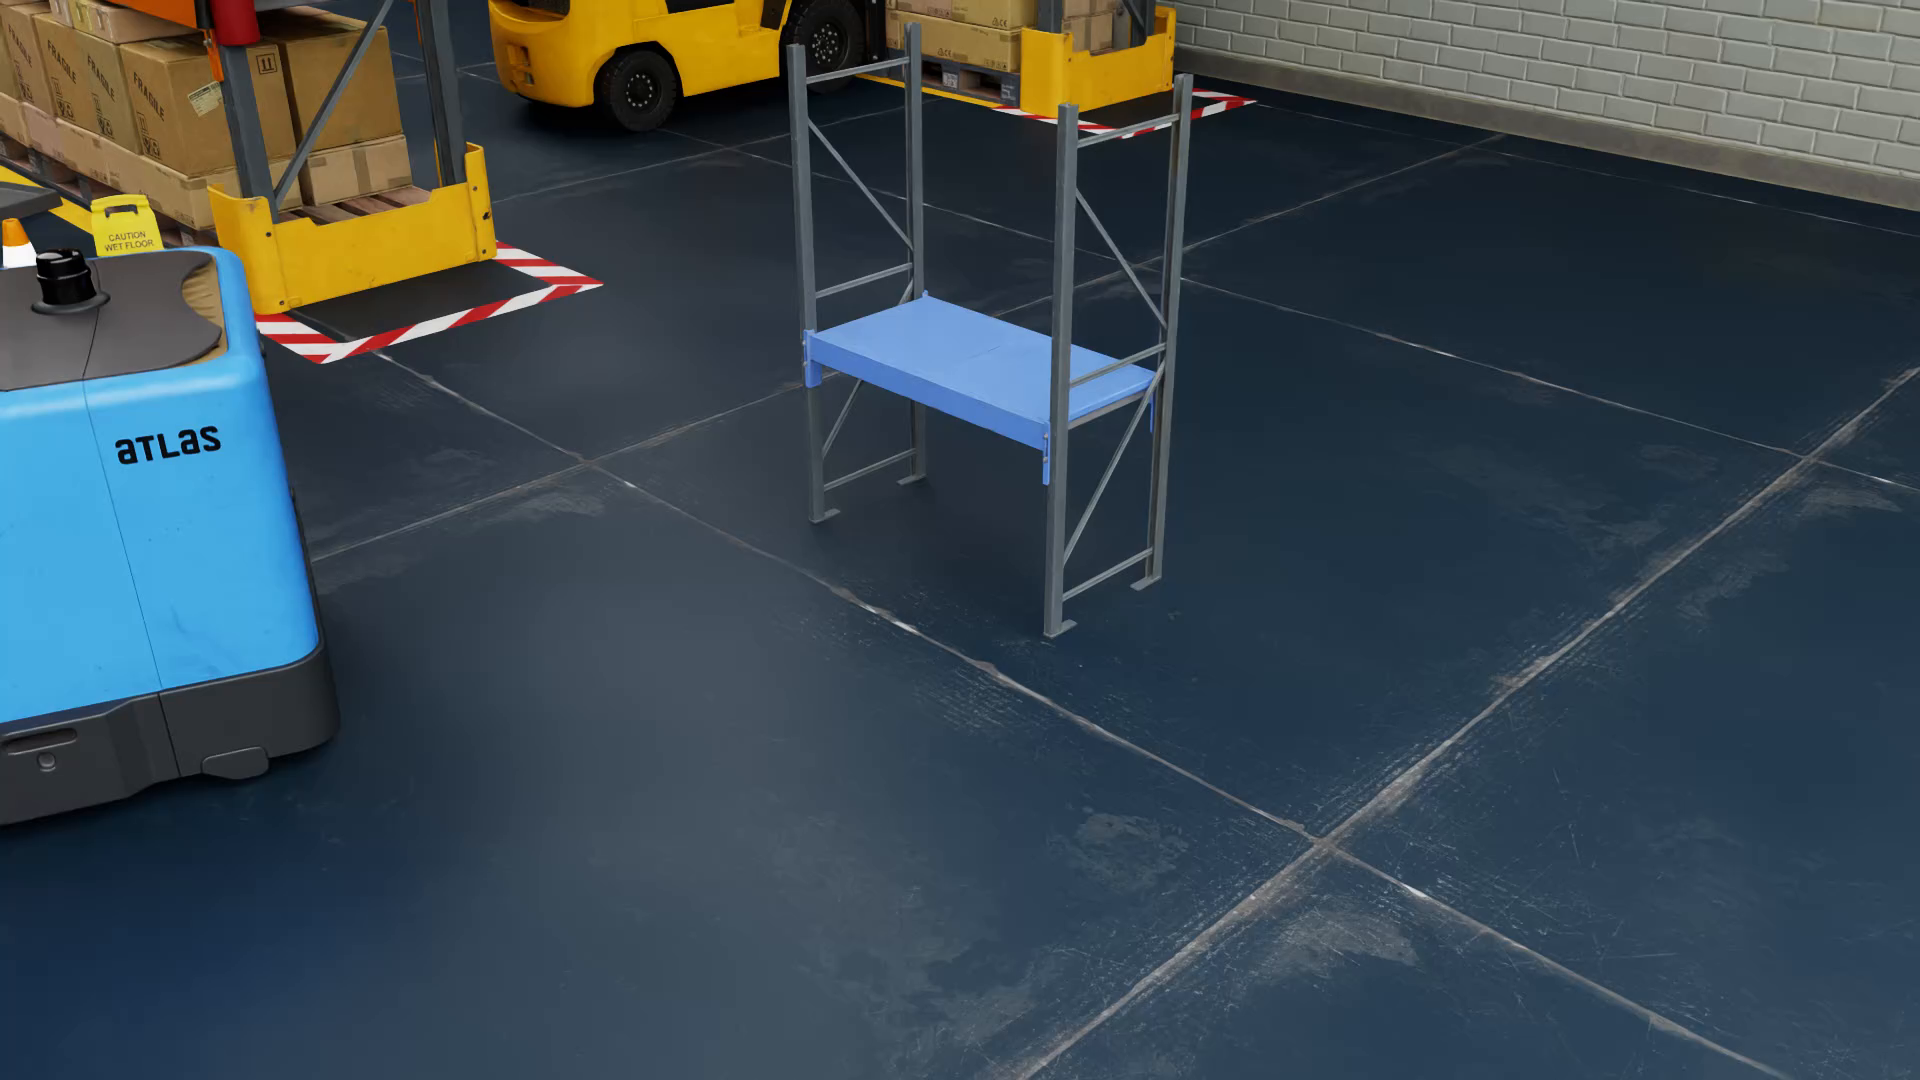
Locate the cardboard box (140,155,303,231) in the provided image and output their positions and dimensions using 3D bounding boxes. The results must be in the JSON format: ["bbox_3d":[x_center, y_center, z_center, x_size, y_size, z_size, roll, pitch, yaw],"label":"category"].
[{"bbox_3d":[-3.399,-1.647,7.663,0.500,0.250,0.500,24,36,38],"label":"cardboard box"}]

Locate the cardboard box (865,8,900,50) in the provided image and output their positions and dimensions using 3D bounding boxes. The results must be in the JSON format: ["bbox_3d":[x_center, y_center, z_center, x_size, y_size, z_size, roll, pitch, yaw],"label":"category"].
[{"bbox_3d":[-0.395,-3.494,11.174,0.500,0.250,0.500,-25,37,-39],"label":"cardboard box"}]

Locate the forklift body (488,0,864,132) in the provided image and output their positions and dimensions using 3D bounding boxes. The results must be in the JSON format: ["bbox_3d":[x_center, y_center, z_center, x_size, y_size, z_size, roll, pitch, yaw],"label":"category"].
[{"bbox_3d":[-1.771,-3.782,10.132,1.214,2.155,2.313,25,36,38],"label":"forklift body"}]

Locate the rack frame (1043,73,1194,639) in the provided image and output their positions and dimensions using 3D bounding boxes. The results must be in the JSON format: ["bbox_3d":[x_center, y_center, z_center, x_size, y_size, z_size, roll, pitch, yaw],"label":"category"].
[{"bbox_3d":[0.423,-0.470,4.533,0.032,1.500,0.500,25,36,38],"label":"rack frame"}]

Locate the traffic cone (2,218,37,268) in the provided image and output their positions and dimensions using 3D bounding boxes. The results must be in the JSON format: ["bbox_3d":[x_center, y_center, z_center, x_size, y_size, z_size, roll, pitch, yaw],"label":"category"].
[{"bbox_3d":[-3.828,-1.085,6.817,0.334,0.463,0.336,25,36,38],"label":"traffic cone"}]

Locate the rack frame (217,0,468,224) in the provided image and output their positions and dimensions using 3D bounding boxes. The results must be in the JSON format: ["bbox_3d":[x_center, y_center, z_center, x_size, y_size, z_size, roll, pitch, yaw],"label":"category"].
[{"bbox_3d":[-2.617,-2.496,6.774,0.127,3.000,1.000,25,36,38],"label":"rack frame"}]

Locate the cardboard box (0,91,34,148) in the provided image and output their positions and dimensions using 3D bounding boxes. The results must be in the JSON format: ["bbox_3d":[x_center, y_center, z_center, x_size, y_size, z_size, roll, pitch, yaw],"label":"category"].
[{"bbox_3d":[-4.849,-2.318,8.938,0.500,0.250,0.500,-23,35,-36],"label":"cardboard box"}]

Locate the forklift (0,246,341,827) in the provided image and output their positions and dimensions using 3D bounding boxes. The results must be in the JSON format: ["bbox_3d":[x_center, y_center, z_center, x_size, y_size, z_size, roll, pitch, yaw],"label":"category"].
[{"bbox_3d":[-3.128,-0.670,3.376,3.031,2.935,1.130,-12,30,-21],"label":"forklift"}]

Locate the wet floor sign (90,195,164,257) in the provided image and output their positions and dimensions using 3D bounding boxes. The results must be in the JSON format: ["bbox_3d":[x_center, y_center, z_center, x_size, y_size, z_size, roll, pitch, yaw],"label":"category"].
[{"bbox_3d":[-3.232,-1.037,6.529,0.267,0.644,0.232,-13,30,-22],"label":"wet floor sign"}]

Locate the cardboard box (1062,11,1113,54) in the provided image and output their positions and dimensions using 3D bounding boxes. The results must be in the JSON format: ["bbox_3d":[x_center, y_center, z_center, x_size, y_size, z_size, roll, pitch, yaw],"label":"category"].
[{"bbox_3d":[0.647,-3.339,10.879,0.500,0.250,0.500,25,37,39],"label":"cardboard box"}]

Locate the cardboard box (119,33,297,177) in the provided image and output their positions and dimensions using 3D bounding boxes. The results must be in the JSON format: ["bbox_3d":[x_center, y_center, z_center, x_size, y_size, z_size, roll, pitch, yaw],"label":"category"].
[{"bbox_3d":[-3.371,-1.972,7.474,0.500,0.500,0.500,25,37,39],"label":"cardboard box"}]

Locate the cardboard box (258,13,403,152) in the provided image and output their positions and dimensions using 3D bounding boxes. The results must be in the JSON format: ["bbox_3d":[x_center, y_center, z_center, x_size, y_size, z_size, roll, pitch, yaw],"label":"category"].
[{"bbox_3d":[-3.016,-2.159,7.831,0.500,0.500,0.500,23,36,37],"label":"cardboard box"}]

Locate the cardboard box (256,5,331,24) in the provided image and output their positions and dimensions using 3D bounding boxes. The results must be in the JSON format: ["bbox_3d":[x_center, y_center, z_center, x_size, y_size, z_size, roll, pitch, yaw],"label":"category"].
[{"bbox_3d":[-3.392,-2.329,8.153,0.500,0.500,0.500,23,35,37],"label":"cardboard box"}]

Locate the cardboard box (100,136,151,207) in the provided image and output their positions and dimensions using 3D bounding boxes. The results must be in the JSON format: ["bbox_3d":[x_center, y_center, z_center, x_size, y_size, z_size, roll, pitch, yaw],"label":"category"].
[{"bbox_3d":[-3.746,-1.811,7.974,0.500,0.250,0.500,25,37,39],"label":"cardboard box"}]

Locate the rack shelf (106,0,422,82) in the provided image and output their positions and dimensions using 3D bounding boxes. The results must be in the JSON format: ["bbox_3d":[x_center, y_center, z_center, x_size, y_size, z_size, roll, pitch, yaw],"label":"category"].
[{"bbox_3d":[-4.043,-2.830,8.182,4.000,0.370,1.077,25,36,38],"label":"rack shelf"}]

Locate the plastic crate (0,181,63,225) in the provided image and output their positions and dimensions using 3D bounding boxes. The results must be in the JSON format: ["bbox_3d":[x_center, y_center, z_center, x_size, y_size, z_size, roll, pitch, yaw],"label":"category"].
[{"bbox_3d":[-4.925,-1.725,8.444,0.583,0.080,0.402,12,30,22],"label":"plastic crate"}]

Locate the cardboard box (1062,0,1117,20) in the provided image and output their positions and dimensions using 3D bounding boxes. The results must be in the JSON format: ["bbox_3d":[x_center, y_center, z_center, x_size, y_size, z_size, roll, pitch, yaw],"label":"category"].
[{"bbox_3d":[0.671,-3.557,10.758,0.500,0.250,0.500,-25,36,-38],"label":"cardboard box"}]

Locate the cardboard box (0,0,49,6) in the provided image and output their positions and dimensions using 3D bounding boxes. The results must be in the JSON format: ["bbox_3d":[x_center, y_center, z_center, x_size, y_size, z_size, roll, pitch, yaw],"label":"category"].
[{"bbox_3d":[-4.629,-2.792,8.338,0.380,0.149,0.250,-23,35,-36],"label":"cardboard box"}]

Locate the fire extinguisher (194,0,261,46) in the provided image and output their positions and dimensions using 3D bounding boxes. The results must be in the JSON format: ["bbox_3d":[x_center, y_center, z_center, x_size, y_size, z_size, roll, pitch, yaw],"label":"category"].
[{"bbox_3d":[-2.859,-2.272,6.430,0.183,0.674,0.296,25,36,38],"label":"fire extinguisher"}]

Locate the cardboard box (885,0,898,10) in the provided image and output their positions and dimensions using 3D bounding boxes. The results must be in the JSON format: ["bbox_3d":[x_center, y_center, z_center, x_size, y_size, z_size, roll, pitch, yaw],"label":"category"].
[{"bbox_3d":[-0.439,-3.718,11.065,0.500,0.250,0.500,24,36,37],"label":"cardboard box"}]

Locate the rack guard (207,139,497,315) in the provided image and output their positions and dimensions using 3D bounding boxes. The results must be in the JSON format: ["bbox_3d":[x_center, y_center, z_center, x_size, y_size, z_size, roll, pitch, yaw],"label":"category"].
[{"bbox_3d":[-2.671,-1.414,7.403,0.348,0.500,1.175,25,36,38],"label":"rack guard"}]

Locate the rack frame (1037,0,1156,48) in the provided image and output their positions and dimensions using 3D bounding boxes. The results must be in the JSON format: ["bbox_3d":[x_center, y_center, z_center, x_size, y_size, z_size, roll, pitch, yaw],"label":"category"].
[{"bbox_3d":[0.860,-4.145,9.909,0.127,3.000,1.000,25,36,38],"label":"rack frame"}]

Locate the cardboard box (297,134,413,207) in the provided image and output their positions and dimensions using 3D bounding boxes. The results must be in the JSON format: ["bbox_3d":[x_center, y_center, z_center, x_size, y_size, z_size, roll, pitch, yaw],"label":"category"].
[{"bbox_3d":[-2.999,-1.820,7.991,0.500,0.250,0.500,24,36,38],"label":"cardboard box"}]

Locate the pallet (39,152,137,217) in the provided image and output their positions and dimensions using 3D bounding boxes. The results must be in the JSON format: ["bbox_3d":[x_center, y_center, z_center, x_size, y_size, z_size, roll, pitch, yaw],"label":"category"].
[{"bbox_3d":[-4.092,-1.961,8.754,1.213,0.211,1.003,25,36,38],"label":"pallet"}]

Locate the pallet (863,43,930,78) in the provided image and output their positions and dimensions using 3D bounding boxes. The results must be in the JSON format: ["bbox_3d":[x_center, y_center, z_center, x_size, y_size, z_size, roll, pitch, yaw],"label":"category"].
[{"bbox_3d":[-0.580,-3.544,11.763,1.213,0.211,1.003,25,36,38],"label":"pallet"}]

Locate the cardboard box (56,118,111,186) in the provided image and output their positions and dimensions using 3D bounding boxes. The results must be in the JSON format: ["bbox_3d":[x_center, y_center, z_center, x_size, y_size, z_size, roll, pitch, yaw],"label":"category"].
[{"bbox_3d":[-4.123,-1.980,8.296,0.500,0.250,0.500,23,35,37],"label":"cardboard box"}]

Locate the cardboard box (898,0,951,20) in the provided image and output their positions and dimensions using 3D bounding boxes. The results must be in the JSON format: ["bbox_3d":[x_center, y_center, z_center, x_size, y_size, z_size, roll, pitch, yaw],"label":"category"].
[{"bbox_3d":[-0.056,-3.557,10.758,0.500,0.250,0.500,24,36,38],"label":"cardboard box"}]

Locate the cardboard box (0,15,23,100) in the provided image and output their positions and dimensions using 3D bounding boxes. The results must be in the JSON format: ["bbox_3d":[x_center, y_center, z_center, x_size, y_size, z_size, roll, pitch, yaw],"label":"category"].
[{"bbox_3d":[-4.848,-2.649,8.763,0.500,0.500,0.500,-24,36,-37],"label":"cardboard box"}]

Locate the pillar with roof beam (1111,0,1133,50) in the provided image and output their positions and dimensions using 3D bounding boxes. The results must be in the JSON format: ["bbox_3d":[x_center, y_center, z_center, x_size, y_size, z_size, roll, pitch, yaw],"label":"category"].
[{"bbox_3d":[-2.023,-5.897,6.797,0.400,9.000,9.100,25,36,38],"label":"pillar with roof beam"}]

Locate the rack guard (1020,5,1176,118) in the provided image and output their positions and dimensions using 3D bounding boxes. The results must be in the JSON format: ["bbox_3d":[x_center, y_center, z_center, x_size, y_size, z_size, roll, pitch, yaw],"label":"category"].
[{"bbox_3d":[0.877,-3.030,10.476,0.348,0.500,1.175,25,36,38],"label":"rack guard"}]

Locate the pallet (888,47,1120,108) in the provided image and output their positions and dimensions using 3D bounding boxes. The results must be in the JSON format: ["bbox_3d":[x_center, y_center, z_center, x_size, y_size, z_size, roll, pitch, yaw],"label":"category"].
[{"bbox_3d":[0.285,-3.146,11.006,1.213,0.211,1.003,25,36,38],"label":"pallet"}]

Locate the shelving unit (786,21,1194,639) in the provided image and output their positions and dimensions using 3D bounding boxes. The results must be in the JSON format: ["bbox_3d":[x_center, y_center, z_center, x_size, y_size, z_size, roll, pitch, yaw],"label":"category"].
[{"bbox_3d":[0.061,-0.636,4.848,1.048,1.500,0.538,25,36,38],"label":"shelving unit"}]

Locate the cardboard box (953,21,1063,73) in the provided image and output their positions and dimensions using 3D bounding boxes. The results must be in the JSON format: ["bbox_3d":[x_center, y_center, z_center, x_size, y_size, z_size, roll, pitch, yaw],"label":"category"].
[{"bbox_3d":[0.304,-3.162,10.543,0.500,0.250,0.500,25,37,39],"label":"cardboard box"}]

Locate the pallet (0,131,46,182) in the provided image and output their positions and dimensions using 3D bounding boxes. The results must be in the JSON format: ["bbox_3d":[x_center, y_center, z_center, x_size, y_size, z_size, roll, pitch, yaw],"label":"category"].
[{"bbox_3d":[-4.966,-2.360,9.511,1.213,0.211,1.003,25,36,38],"label":"pallet"}]

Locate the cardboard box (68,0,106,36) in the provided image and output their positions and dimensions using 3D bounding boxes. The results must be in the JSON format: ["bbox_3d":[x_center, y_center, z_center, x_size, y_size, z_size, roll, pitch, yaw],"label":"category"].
[{"bbox_3d":[-3.857,-2.439,7.667,0.380,0.149,0.250,-25,36,-38],"label":"cardboard box"}]

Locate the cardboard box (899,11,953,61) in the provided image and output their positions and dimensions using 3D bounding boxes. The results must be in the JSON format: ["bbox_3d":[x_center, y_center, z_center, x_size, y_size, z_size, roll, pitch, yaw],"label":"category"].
[{"bbox_3d":[-0.044,-3.327,10.858,0.500,0.250,0.500,25,36,38],"label":"cardboard box"}]

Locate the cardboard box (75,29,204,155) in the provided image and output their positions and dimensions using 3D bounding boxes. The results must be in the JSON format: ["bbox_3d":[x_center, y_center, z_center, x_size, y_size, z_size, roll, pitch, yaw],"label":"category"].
[{"bbox_3d":[-3.746,-2.141,7.796,0.500,0.500,0.500,-24,36,-37],"label":"cardboard box"}]

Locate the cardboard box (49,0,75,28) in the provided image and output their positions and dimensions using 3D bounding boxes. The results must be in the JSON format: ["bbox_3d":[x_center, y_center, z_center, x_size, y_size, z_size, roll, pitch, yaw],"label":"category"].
[{"bbox_3d":[-4.044,-2.526,7.831,0.380,0.149,0.250,-23,36,-37],"label":"cardboard box"}]

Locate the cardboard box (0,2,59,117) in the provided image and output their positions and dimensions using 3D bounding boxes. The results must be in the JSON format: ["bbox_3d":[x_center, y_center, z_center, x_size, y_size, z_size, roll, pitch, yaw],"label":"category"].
[{"bbox_3d":[-4.480,-2.479,8.440,0.500,0.500,0.500,-23,35,-37],"label":"cardboard box"}]

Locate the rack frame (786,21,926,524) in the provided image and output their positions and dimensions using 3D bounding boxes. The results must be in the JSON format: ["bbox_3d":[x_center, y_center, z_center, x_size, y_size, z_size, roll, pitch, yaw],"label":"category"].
[{"bbox_3d":[-0.302,-0.802,5.163,0.032,1.500,0.500,25,36,38],"label":"rack frame"}]

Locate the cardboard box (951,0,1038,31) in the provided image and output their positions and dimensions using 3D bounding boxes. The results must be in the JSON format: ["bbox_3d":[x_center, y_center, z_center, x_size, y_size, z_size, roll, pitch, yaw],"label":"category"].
[{"bbox_3d":[0.294,-3.390,10.440,0.500,0.250,0.500,24,36,38],"label":"cardboard box"}]

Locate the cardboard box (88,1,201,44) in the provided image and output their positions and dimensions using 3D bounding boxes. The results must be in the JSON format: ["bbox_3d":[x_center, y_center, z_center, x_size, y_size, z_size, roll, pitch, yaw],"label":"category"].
[{"bbox_3d":[-3.680,-2.356,7.509,0.380,0.149,0.250,-24,36,-38],"label":"cardboard box"}]

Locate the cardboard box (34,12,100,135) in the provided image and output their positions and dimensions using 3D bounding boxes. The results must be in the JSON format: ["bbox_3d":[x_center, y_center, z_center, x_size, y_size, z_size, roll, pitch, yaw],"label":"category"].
[{"bbox_3d":[-4.101,-2.308,8.114,0.500,0.500,0.500,24,36,37],"label":"cardboard box"}]

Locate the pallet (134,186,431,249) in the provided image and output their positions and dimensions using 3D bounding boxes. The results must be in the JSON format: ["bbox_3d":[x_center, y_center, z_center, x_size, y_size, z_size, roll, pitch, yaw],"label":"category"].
[{"bbox_3d":[-3.226,-1.563,7.997,1.213,0.211,1.003,25,36,38],"label":"pallet"}]

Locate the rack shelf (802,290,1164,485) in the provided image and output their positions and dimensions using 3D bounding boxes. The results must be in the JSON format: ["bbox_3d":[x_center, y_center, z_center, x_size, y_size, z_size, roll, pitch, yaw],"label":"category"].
[{"bbox_3d":[0.061,-0.477,4.932,1.000,0.185,0.538,25,36,38],"label":"rack shelf"}]

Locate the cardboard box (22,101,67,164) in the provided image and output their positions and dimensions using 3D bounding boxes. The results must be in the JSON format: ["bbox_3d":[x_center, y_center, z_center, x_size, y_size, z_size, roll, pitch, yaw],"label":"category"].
[{"bbox_3d":[-4.469,-2.145,8.610,0.500,0.250,0.500,24,36,38],"label":"cardboard box"}]
